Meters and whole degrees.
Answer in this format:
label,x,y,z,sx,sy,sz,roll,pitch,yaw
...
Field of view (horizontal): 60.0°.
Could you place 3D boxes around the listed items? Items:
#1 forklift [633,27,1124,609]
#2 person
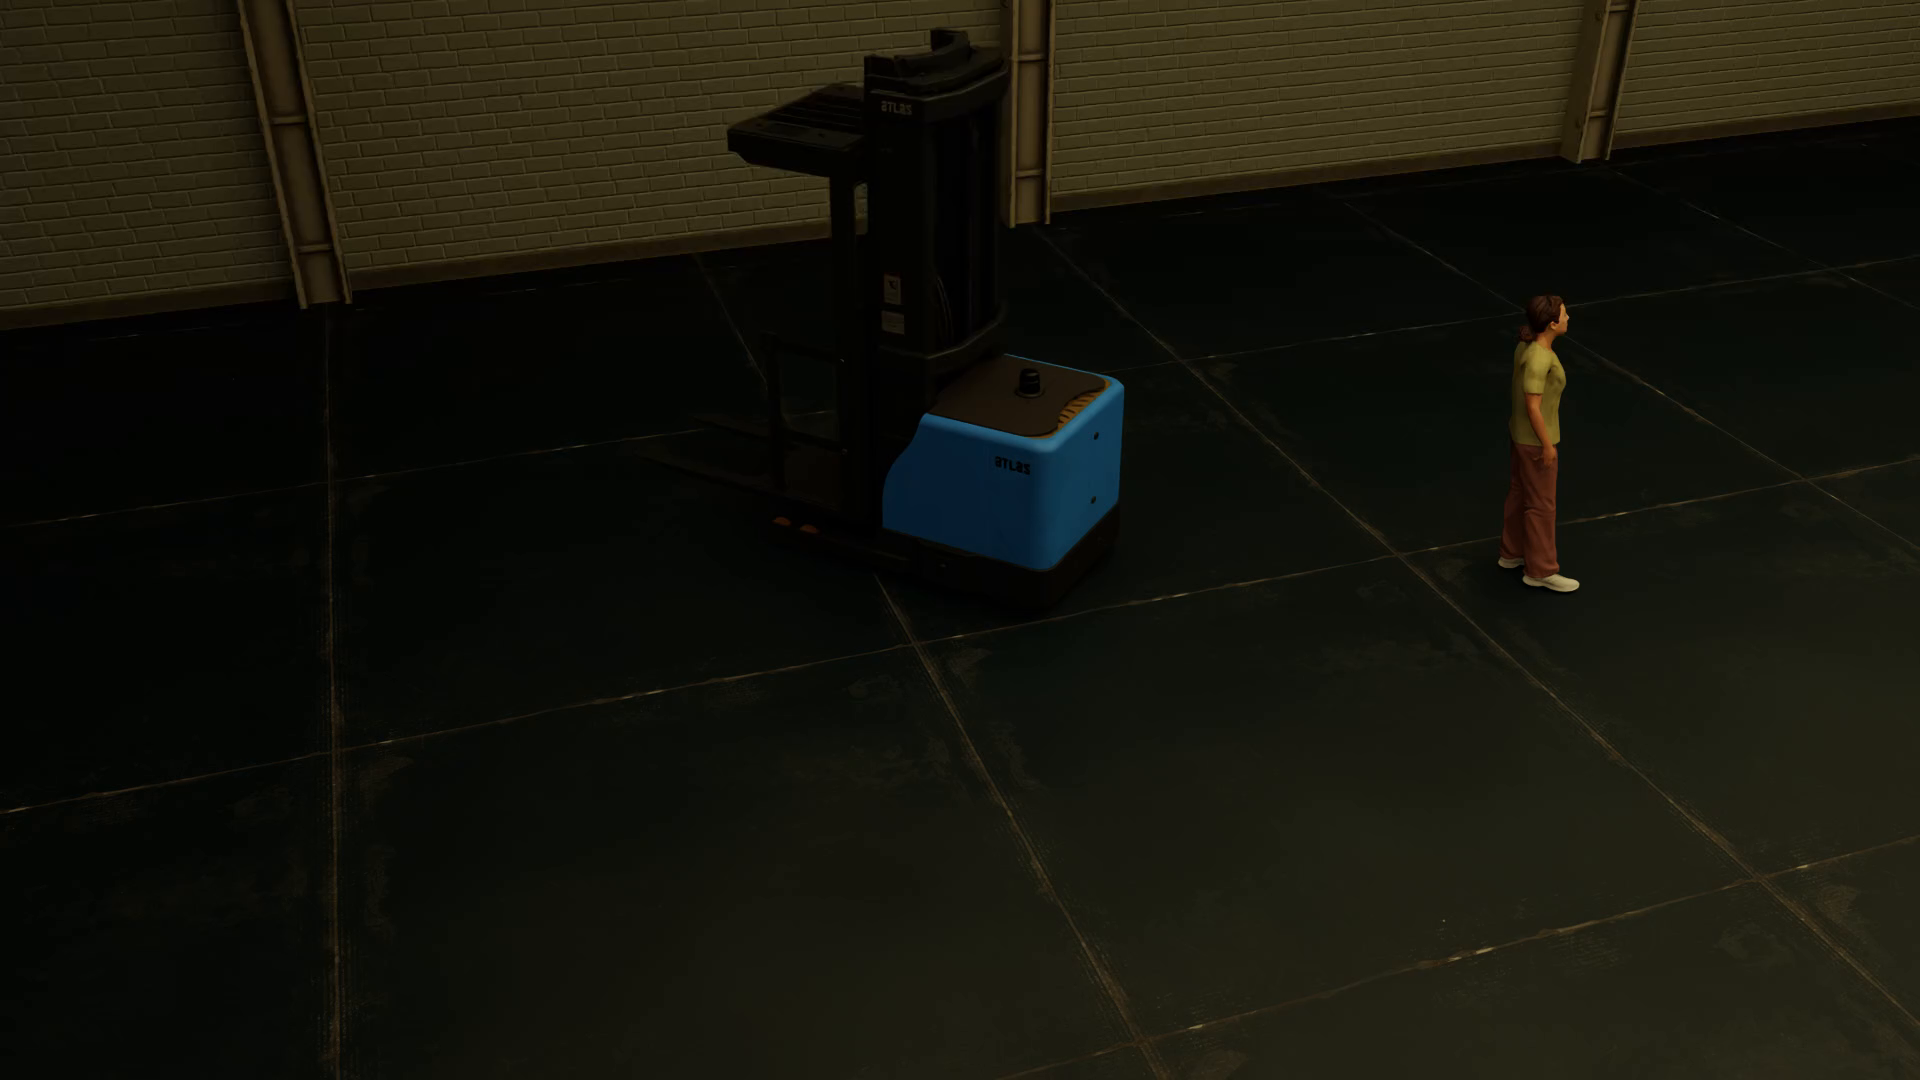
label,x,y,z,sx,sy,sz,roll,pitch,yaw
forklift,-0.591,-1.406,9.531,3.031,2.935,1.130,16,33,25
person,3.292,-0.569,9.322,0.549,1.674,0.553,4,30,6
